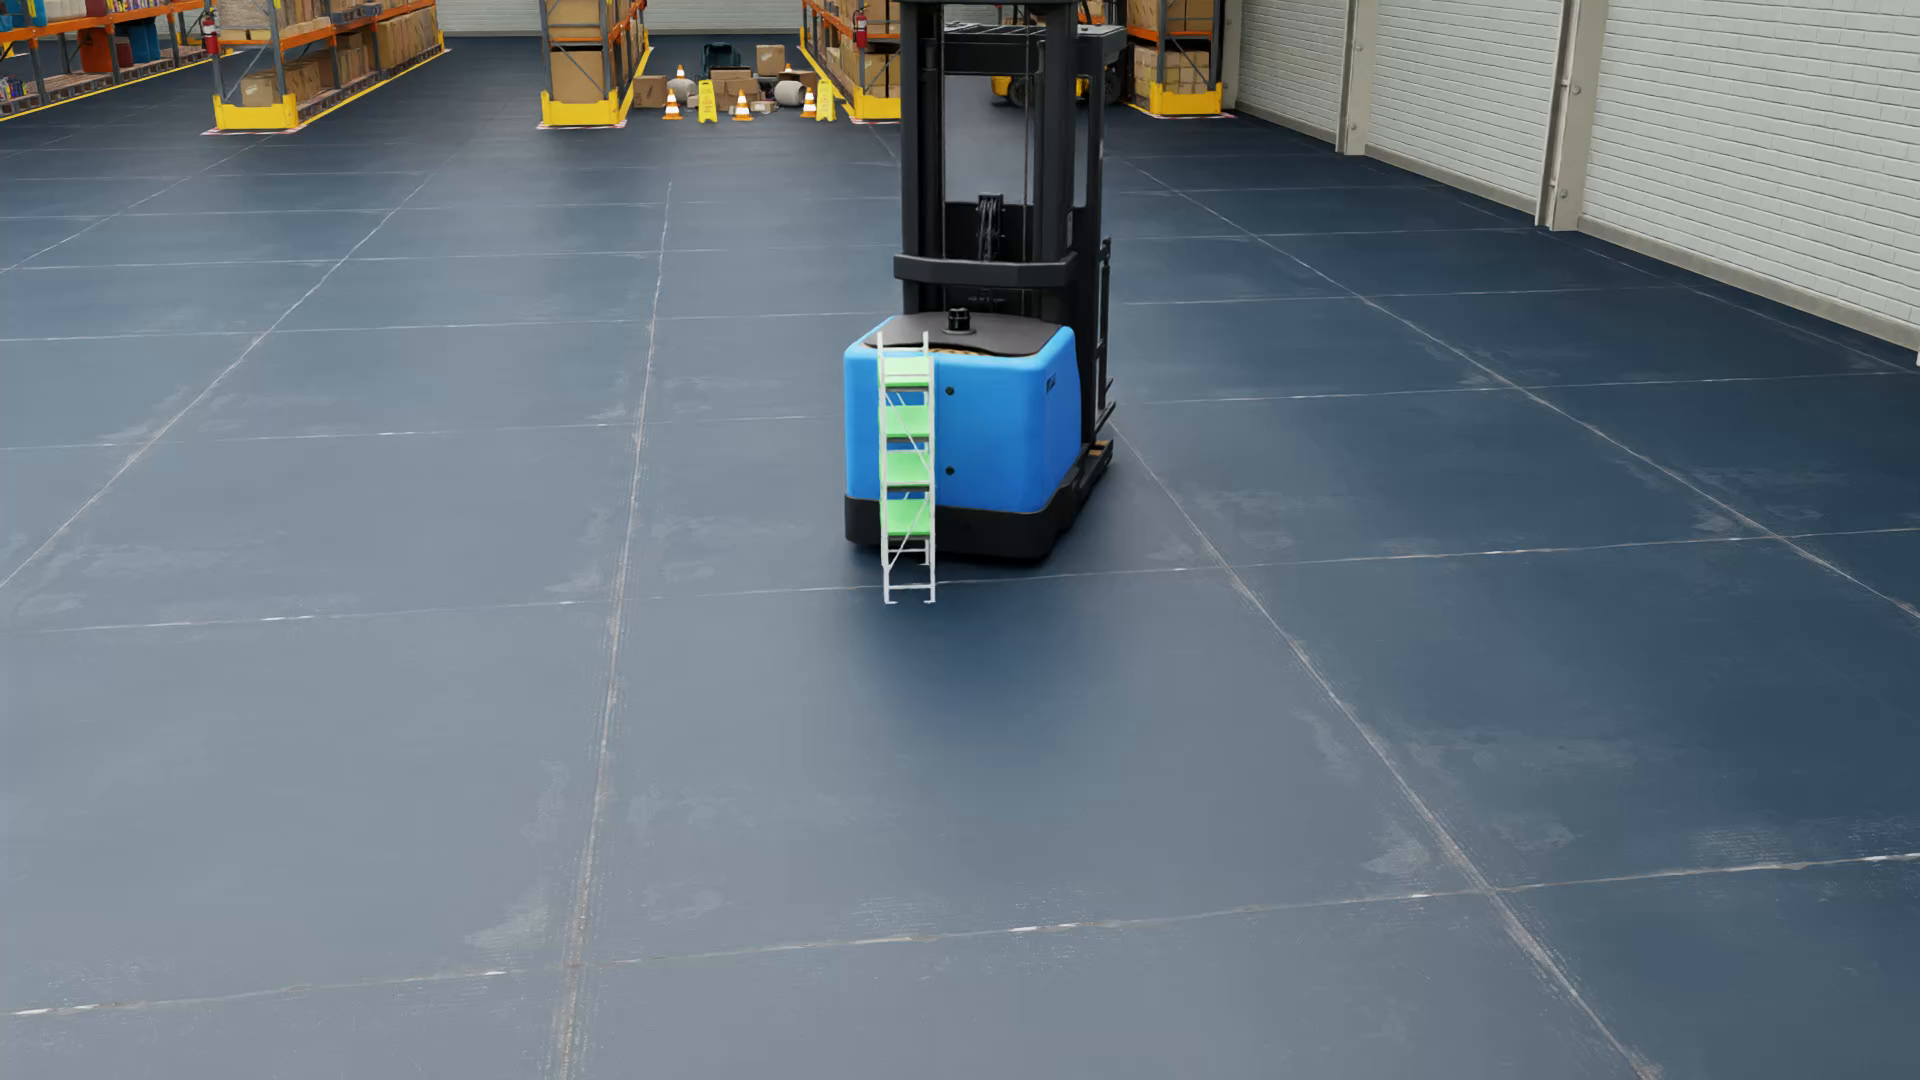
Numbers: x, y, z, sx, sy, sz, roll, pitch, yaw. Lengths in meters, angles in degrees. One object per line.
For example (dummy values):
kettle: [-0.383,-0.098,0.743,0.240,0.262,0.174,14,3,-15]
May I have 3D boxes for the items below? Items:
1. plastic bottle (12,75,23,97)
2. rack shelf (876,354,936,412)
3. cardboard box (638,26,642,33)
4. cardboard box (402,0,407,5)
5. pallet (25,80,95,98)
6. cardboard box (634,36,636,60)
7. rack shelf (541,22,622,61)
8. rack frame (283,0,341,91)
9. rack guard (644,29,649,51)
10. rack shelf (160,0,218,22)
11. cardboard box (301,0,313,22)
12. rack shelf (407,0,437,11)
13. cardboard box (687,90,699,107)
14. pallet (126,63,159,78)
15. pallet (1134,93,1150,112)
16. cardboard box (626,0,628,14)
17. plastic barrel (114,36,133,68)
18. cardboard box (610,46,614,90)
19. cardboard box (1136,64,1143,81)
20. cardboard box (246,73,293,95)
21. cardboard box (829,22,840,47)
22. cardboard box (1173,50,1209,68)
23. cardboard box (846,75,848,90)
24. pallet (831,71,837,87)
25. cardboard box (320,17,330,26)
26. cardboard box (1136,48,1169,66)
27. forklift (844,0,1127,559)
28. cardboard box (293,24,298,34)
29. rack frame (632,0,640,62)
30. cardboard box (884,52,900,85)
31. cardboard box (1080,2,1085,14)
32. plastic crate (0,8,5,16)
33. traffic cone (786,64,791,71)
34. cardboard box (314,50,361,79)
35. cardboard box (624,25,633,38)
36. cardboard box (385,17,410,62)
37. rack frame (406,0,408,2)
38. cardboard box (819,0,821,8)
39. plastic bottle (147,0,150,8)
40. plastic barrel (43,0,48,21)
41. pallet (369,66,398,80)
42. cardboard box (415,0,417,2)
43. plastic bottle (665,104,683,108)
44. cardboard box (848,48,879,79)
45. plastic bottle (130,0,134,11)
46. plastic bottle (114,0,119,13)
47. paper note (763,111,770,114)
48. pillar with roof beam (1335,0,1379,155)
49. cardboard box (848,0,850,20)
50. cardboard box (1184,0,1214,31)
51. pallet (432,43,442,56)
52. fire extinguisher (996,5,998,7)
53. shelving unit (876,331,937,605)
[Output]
plastic bottle: [-16.041,-7.714,28.240,0.144,0.351,0.185,-3,21,-9]
rack shelf: [-0.256,-0.736,7.782,0.258,0.148,0.480,-1,21,-4]
cardboard box: [-7.787,-12.190,39.692,0.380,0.149,0.250,-2,21,-6]
cardboard box: [-12.333,-11.876,36.083,0.500,0.500,0.500,-3,21,-8]
pallet: [-16.750,-8.344,30.756,1.003,0.211,1.213,-3,21,-8]
cardboard box: [-7.249,-10.619,35.833,0.500,0.500,0.500,-3,21,-9]
rack shelf: [-6.307,-8.393,27.929,1.077,0.370,4.000,-3,21,-8]
rack frame: [-11.518,-9.207,29.081,1.000,3.000,0.127,-3,21,-8]
rack guard: [-8.314,-12.380,41.148,1.175,0.500,0.348,-3,21,-8]
rack shelf: [-17.860,-12.083,37.808,1.077,0.370,4.000,-3,21,-8]
cardboard box: [-11.305,-8.892,27.668,0.875,0.500,0.500,-3,21,-8]
rack shelf: [-12.959,-12.333,38.477,1.077,0.370,4.000,-3,21,-8]
cardboard box: [-4.525,-7.639,28.791,0.396,0.266,0.258,1,20,2]
pallet: [-17.323,-9.728,34.462,1.003,0.211,1.213,-3,21,-8]
pallet: [3.625,-7.530,28.576,1.003,0.211,1.213,-3,21,-8]
cardboard box: [-6.770,-10.539,32.504,0.500,0.500,0.500,-3,21,-8]
plastic barrel: [-17.246,-9.969,33.966,0.600,0.588,0.708,-3,21,-8]
cardboard box: [-6.440,-8.091,28.528,0.875,0.875,0.875,-3,21,-7]
cardboard box: [3.336,-8.044,28.580,0.500,0.250,0.500,-3,21,-8]
cardboard box: [-11.135,-7.270,26.867,0.500,0.500,0.500,2,21,6]
cardboard box: [-2.305,-10.537,35.077,0.875,0.875,0.875,-3,21,-8]
cardboard box: [3.895,-8.127,28.088,0.500,0.250,0.500,-3,21,-9]
cardboard box: [-1.726,-8.030,29.258,0.500,0.250,0.500,-3,21,-8]
pallet: [-2.004,-9.094,32.762,1.003,0.211,1.213,-3,21,-8]
cardboard box: [-11.196,-9.030,28.965,0.380,0.149,0.250,-3,21,-8]
cardboard box: [3.322,-8.271,28.475,0.500,0.250,0.500,-3,21,-7]
forklift: [0.285,-1.762,9.244,1.130,2.935,3.031,5,21,14]
cardboard box: [-10.933,-8.248,26.871,0.380,0.149,0.250,-3,21,-8]
rack frame: [-7.748,-12.192,37.073,1.000,3.000,0.127,-3,21,-8]
cardboard box: [-0.981,-7.884,27.794,0.500,0.500,0.500,-4,21,-10]
cardboard box: [2.668,-10.575,32.958,0.500,0.250,0.500,-2,21,-6]
plastic crate: [-16.469,-8.741,27.920,0.767,0.338,0.504,-3,21,-8]
traffic cone: [-3.275,-8.877,31.823,0.336,0.463,0.334,-3,21,-8]
cardboard box: [-11.797,-9.009,31.494,0.700,0.500,0.500,-1,21,-3]
cardboard box: [-7.104,-10.611,34.740,0.500,0.250,0.500,-3,21,-8]
cardboard box: [-12.429,-10.649,35.376,1.225,0.875,0.875,-4,21,-10]
rack frame: [-12.671,-11.977,36.497,1.000,3.000,0.127,-3,21,-8]
cardboard box: [-2.707,-11.360,35.058,0.500,0.250,0.500,-3,21,-7]
plastic bottle: [-17.089,-11.338,34.857,0.144,0.351,0.185,-3,21,-8]
plastic barrel: [-16.340,-9.363,29.305,0.433,0.535,0.433,0,20,0]
pallet: [-12.133,-9.563,34.018,1.003,0.211,1.213,-3,21,-8]
cardboard box: [-12.500,-12.252,37.591,0.380,0.149,0.250,-3,21,-9]
plastic bottle: [-4.927,-7.494,28.694,0.283,0.061,0.133,-11,23,-26]
cardboard box: [-1.652,-8.202,28.647,0.500,0.500,0.500,-3,21,-9]
plastic bottle: [-16.938,-10.931,33.872,0.152,0.276,0.135,-3,21,-8]
plastic bottle: [-16.805,-10.611,33.015,0.152,0.276,0.135,-3,21,-8]
paper note: [-3.241,-7.158,27.838,0.148,0.019,0.142,-11,23,-26]
pillar with roof beam: [1.173,-9.376,20.959,9.100,9.000,0.400,-3,21,-8]
cardboard box: [-1.622,-9.029,28.036,0.500,0.500,0.500,-3,21,-8]
cardboard box: [3.980,-8.806,27.864,0.500,0.500,0.500,-2,21,-6]
pallet: [-13.055,-11.783,39.962,1.003,0.211,1.213,-3,21,-8]
fire extinguisher: [0.992,-13.930,42.370,0.296,0.674,0.183,-3,21,-8]
shelving unit: [-0.256,-0.346,7.928,0.258,1.200,0.503,-1,21,-4]
